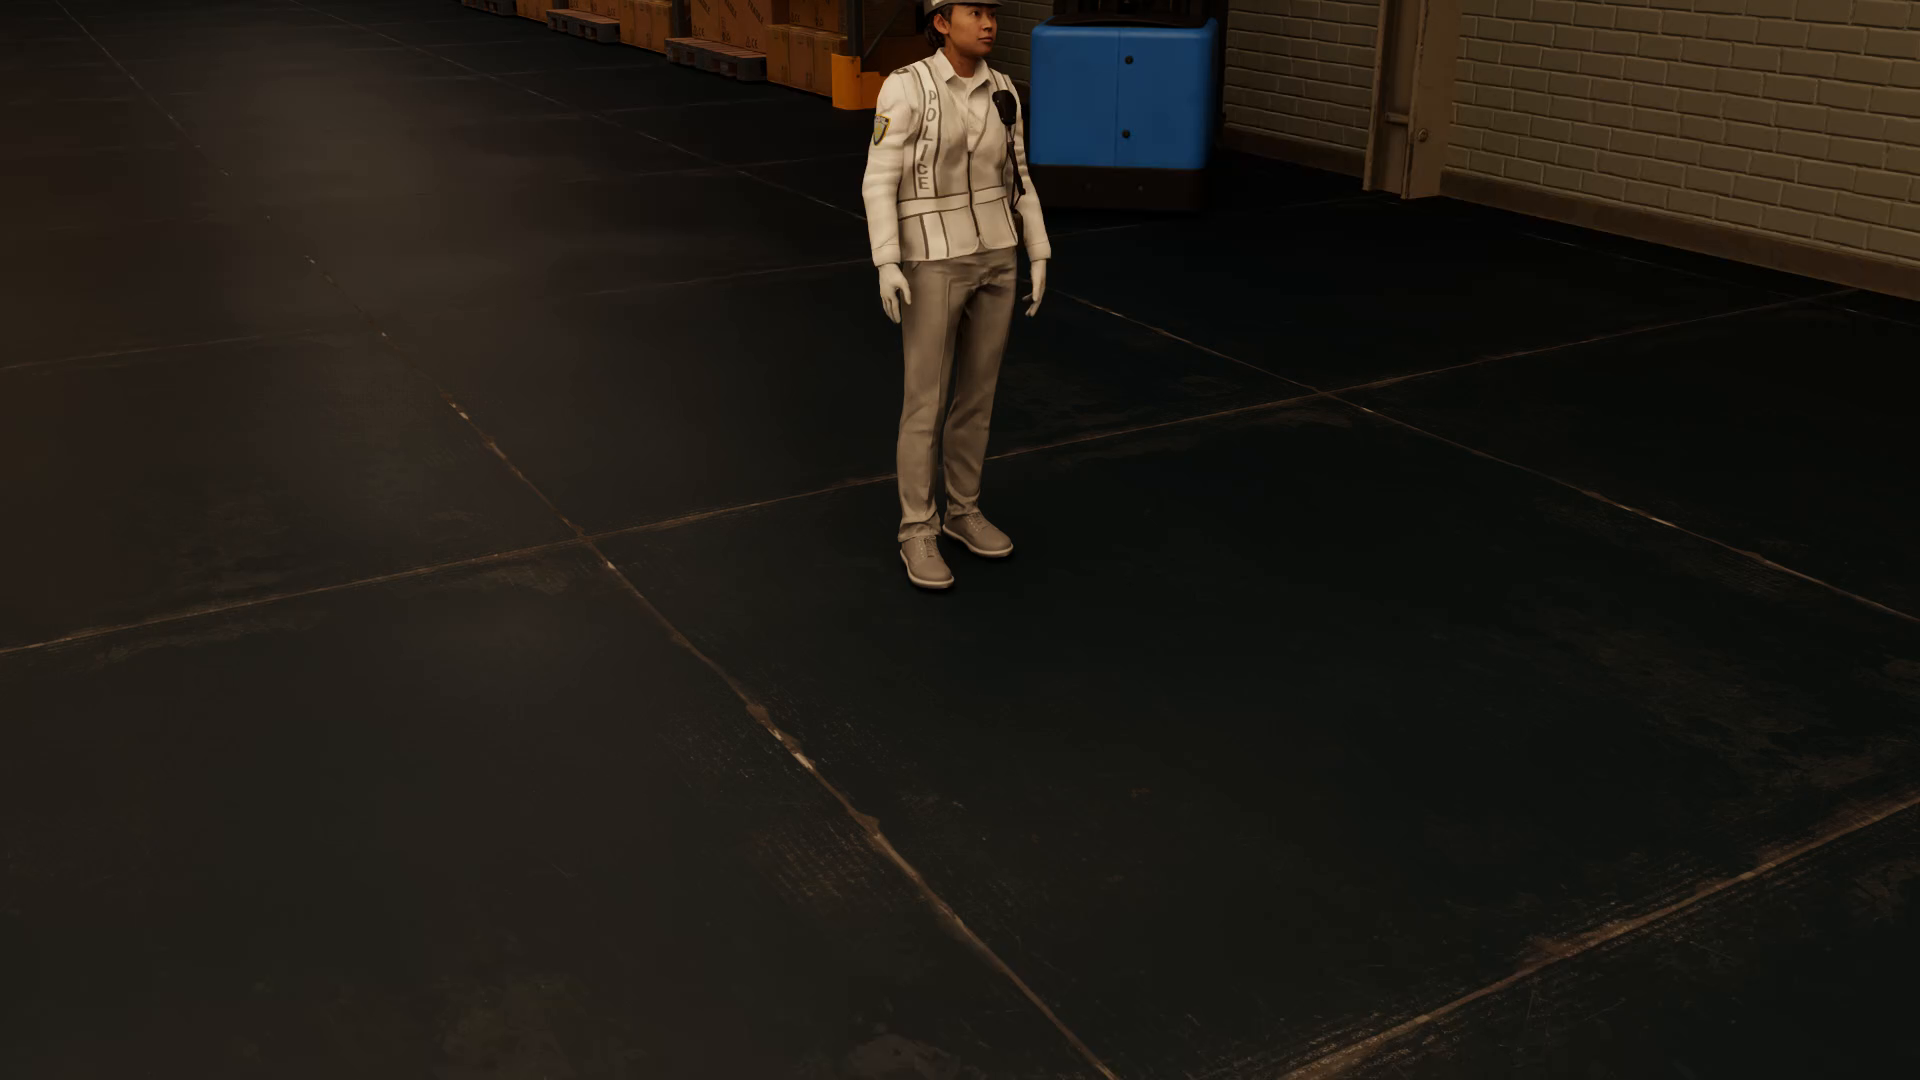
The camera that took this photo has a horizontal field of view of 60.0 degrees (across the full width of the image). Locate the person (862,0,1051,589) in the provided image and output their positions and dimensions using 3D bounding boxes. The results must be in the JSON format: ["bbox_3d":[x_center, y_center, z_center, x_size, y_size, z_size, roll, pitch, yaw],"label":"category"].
[{"bbox_3d":[0.028,-0.766,4.752,0.586,1.694,0.530,-12,25,-28],"label":"person"}]

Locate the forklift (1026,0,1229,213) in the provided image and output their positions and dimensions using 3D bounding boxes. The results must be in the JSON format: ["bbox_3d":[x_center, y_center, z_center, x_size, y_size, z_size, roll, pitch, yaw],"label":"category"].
[{"bbox_3d":[1.170,-3.763,10.444,1.130,2.935,3.031,4,23,10],"label":"forklift"}]
